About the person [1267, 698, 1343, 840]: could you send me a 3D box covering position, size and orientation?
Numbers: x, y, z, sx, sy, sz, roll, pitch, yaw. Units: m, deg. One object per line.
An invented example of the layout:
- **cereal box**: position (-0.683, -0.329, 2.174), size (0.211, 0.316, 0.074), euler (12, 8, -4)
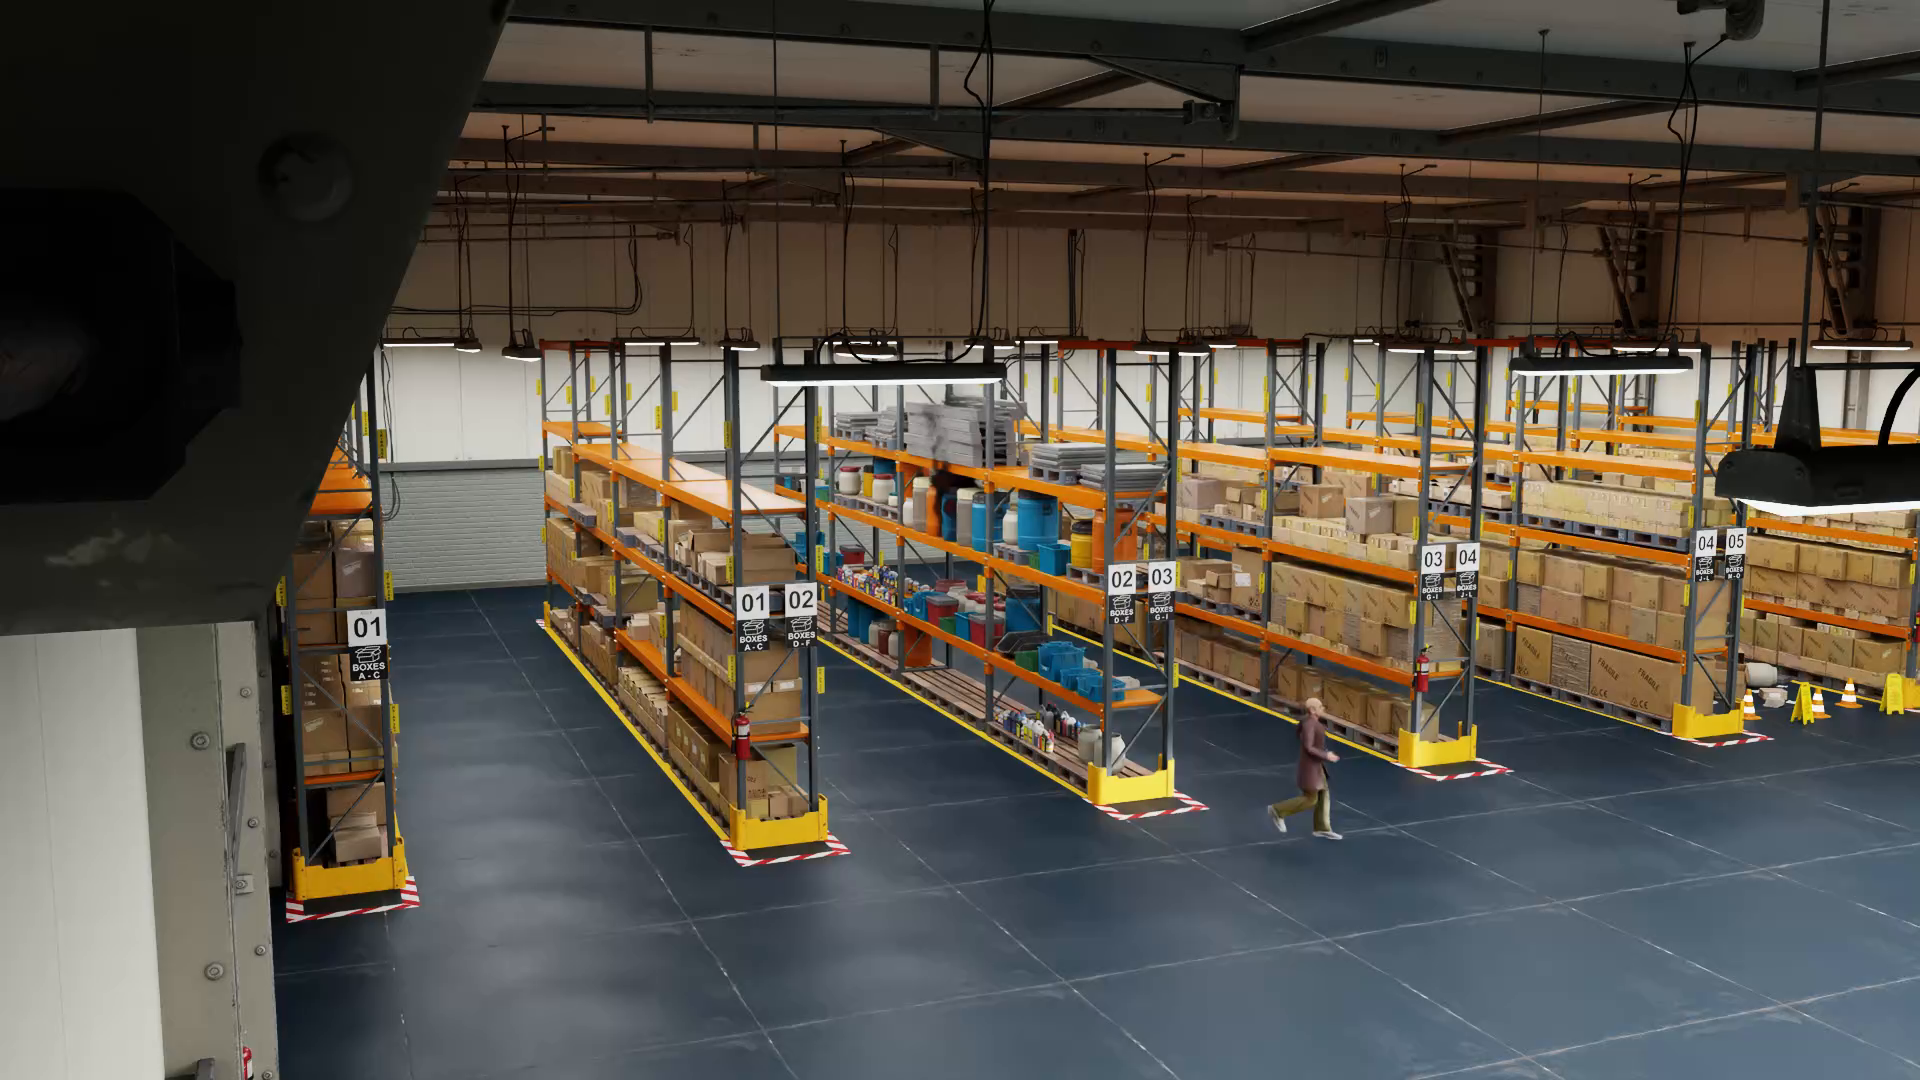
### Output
- **person**: position (4.269, 2.812, 20.498), size (0.934, 1.779, 0.719), euler (1, 8, 11)
